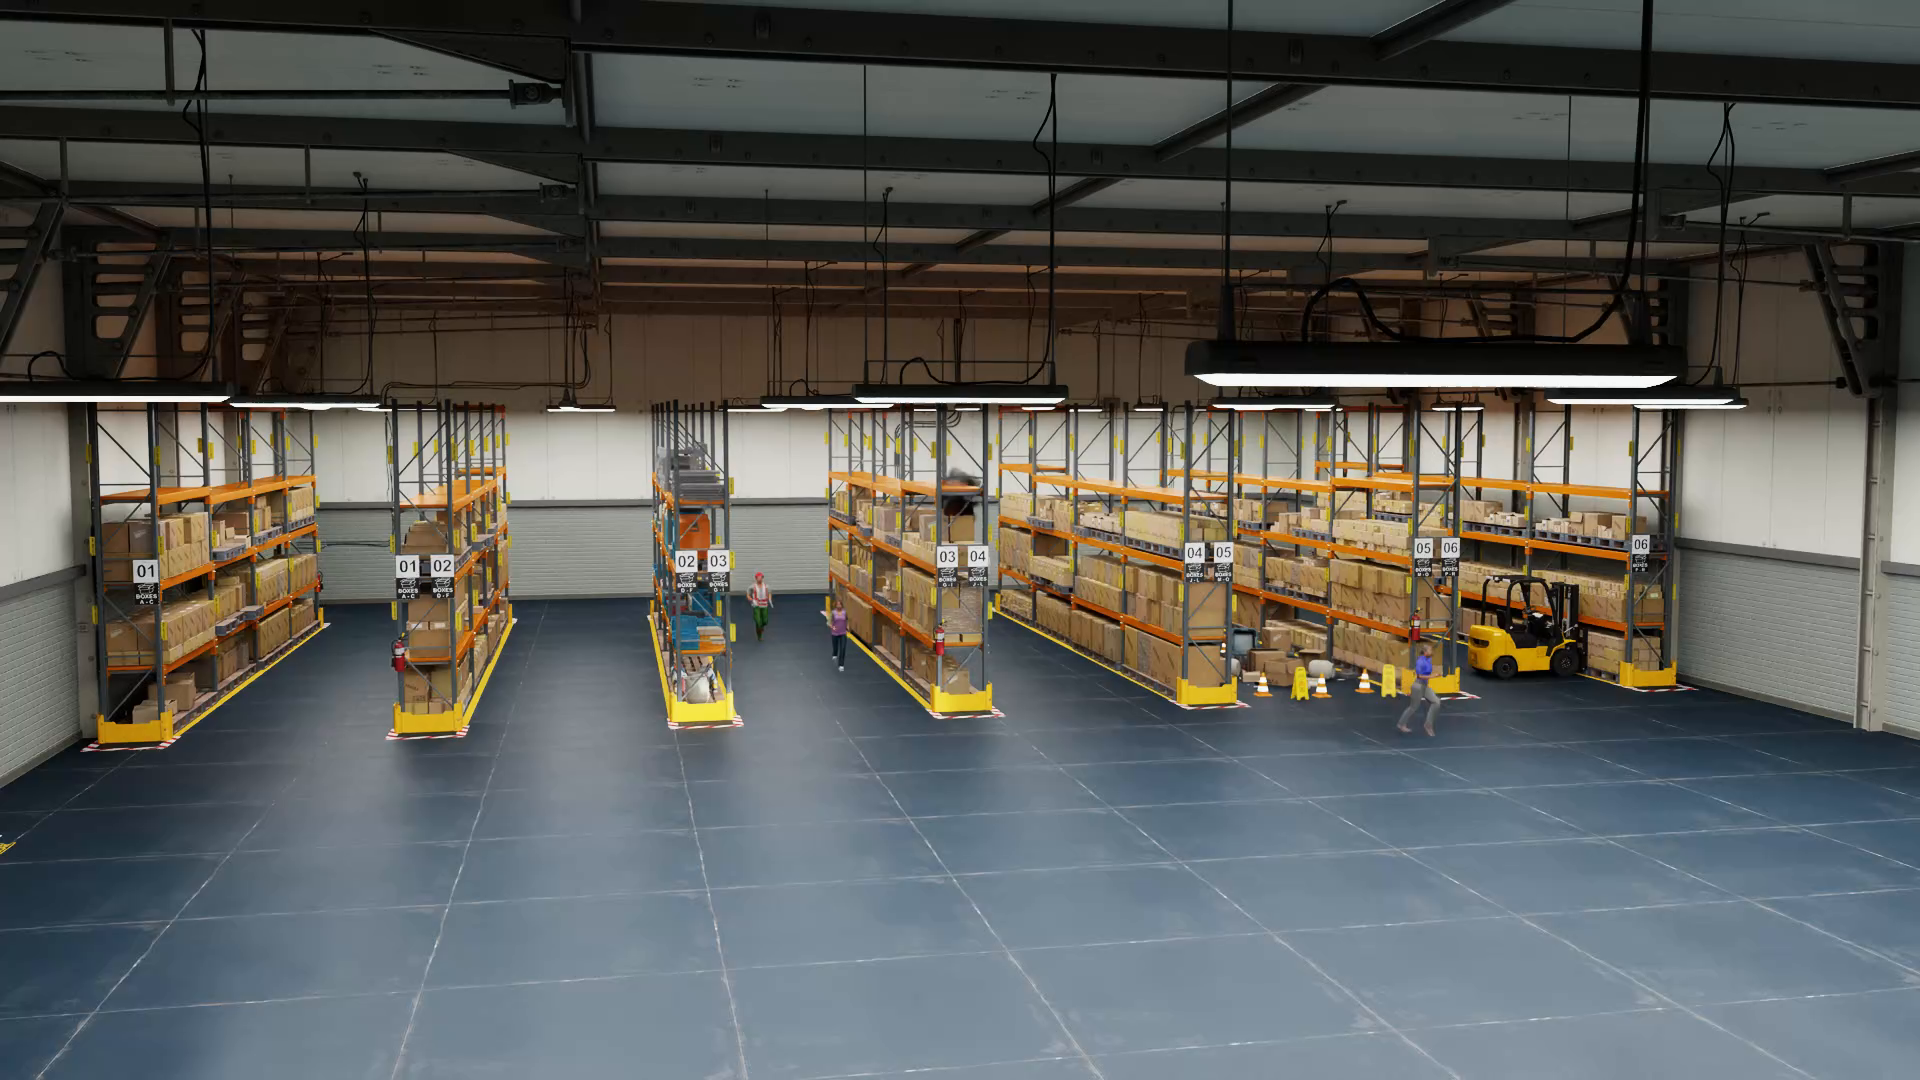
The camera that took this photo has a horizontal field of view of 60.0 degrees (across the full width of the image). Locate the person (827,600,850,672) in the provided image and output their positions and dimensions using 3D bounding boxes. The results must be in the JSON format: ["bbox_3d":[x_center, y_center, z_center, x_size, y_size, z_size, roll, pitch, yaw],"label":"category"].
[{"bbox_3d":[-2.712,2.125,37.302,0.546,1.587,0.813,-1,4,-14],"label":"person"}]

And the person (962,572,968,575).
[{"bbox_3d":[0.082,1.275,47.483,0.716,1.737,0.660,-1,4,-7],"label":"person"}]

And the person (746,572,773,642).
[{"bbox_3d":[-5.065,1.690,42.067,0.657,1.741,0.600,-2,5,-20],"label":"person"}]

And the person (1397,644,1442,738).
[{"bbox_3d":[8.192,2.676,29.622,0.828,1.680,0.599,3,5,37],"label":"person"}]
